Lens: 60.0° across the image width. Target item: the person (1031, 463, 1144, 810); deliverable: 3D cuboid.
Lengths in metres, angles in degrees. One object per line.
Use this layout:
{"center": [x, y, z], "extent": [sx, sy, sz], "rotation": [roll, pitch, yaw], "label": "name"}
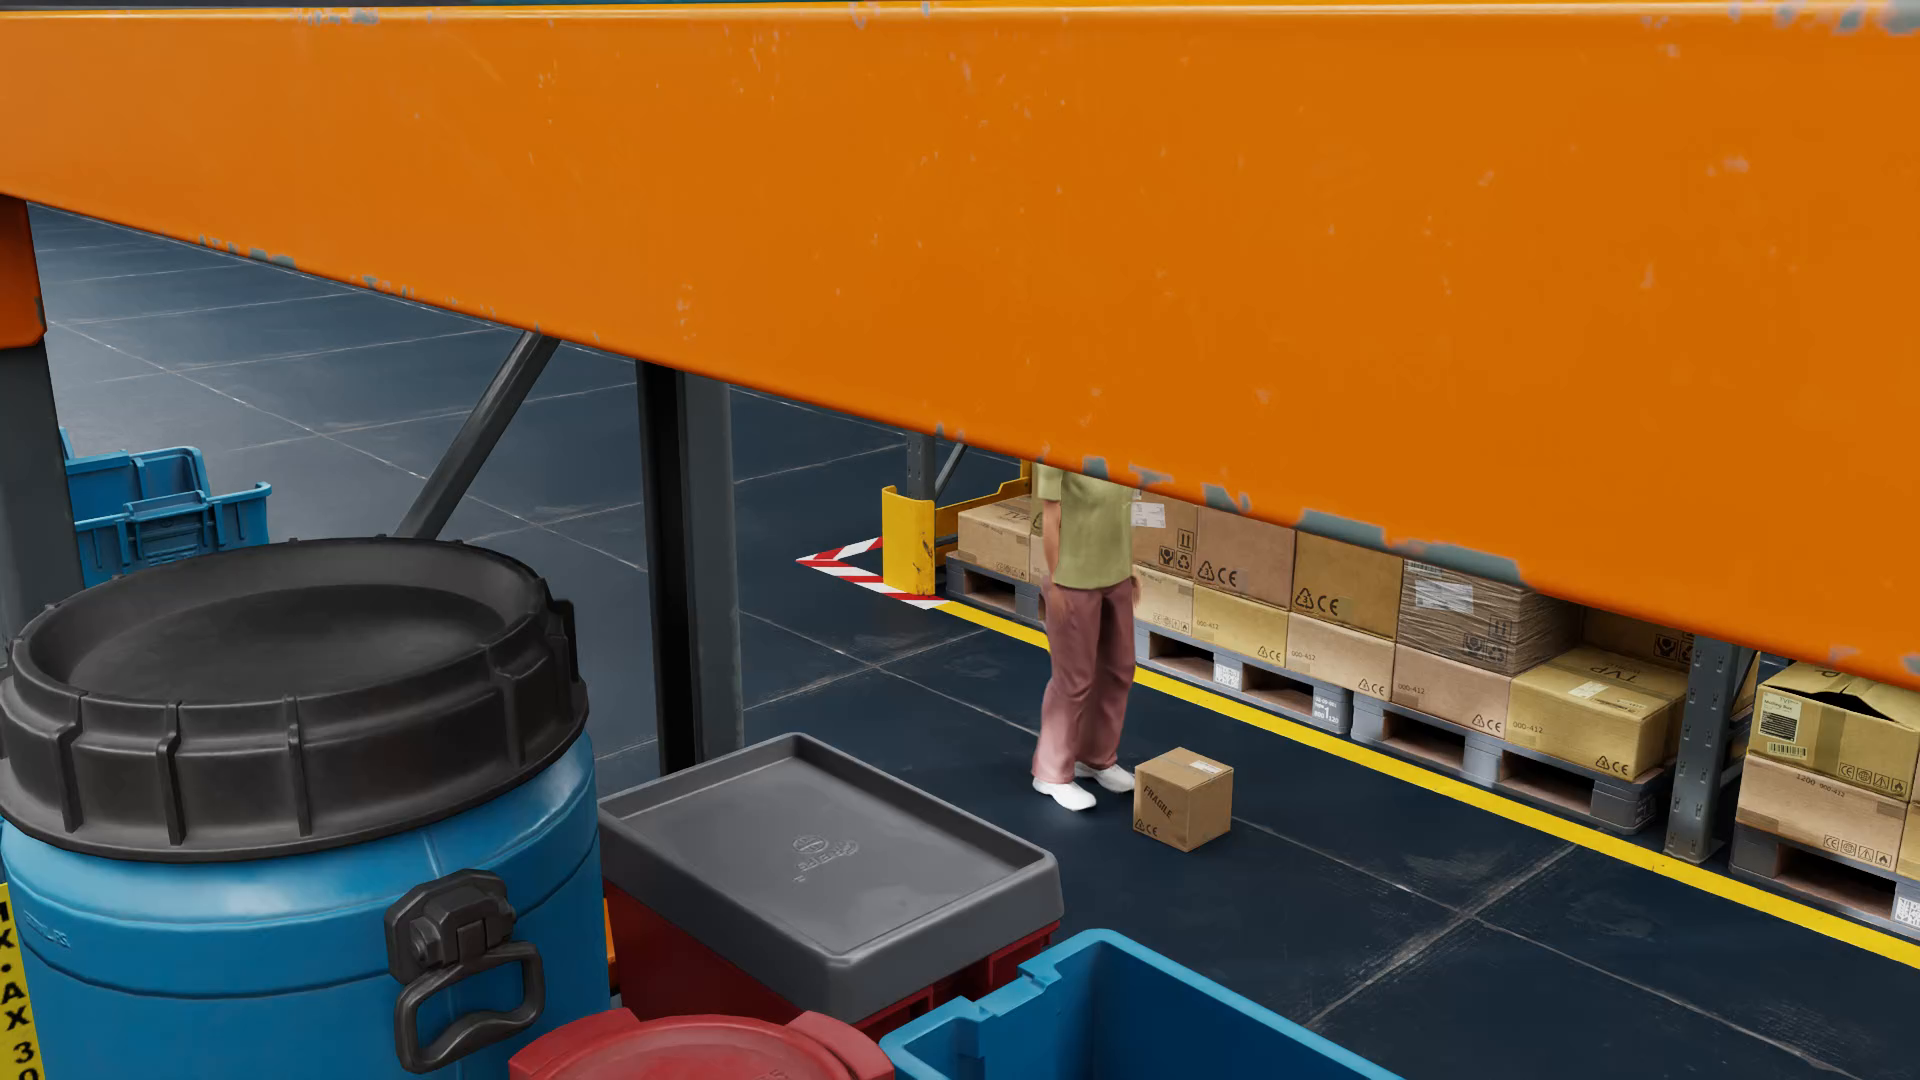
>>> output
{"center": [0.473, 0.144, 6.108], "extent": [0.447, 1.670, 0.360], "rotation": [-15, 23, -40], "label": "person"}
